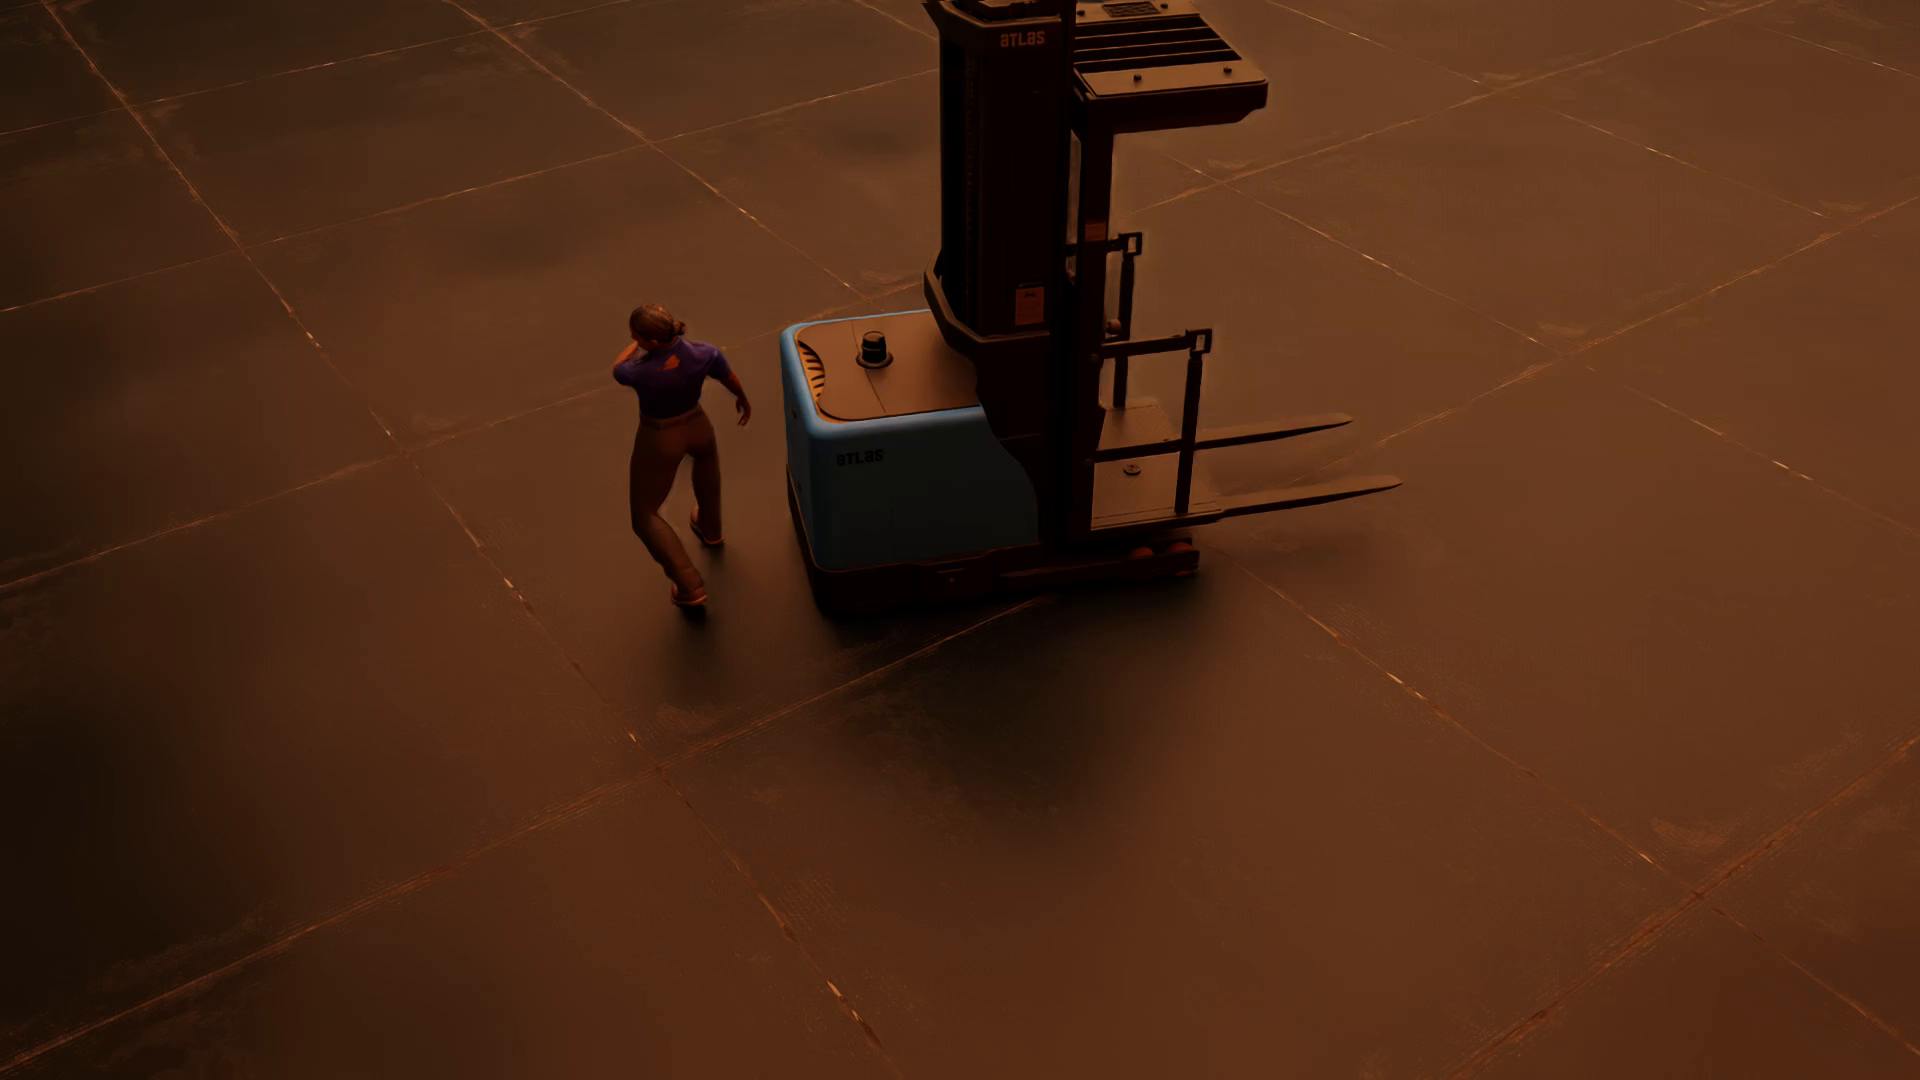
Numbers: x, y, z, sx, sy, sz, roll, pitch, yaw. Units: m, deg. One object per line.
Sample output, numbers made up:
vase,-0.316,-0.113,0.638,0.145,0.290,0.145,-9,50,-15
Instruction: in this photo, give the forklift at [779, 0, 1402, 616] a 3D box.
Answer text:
forklift,0.692,-1.275,7.669,3.031,2.935,1.130,-8,37,-11

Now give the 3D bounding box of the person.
person,-1.298,-0.532,7.842,0.719,1.527,0.838,-28,45,-33
